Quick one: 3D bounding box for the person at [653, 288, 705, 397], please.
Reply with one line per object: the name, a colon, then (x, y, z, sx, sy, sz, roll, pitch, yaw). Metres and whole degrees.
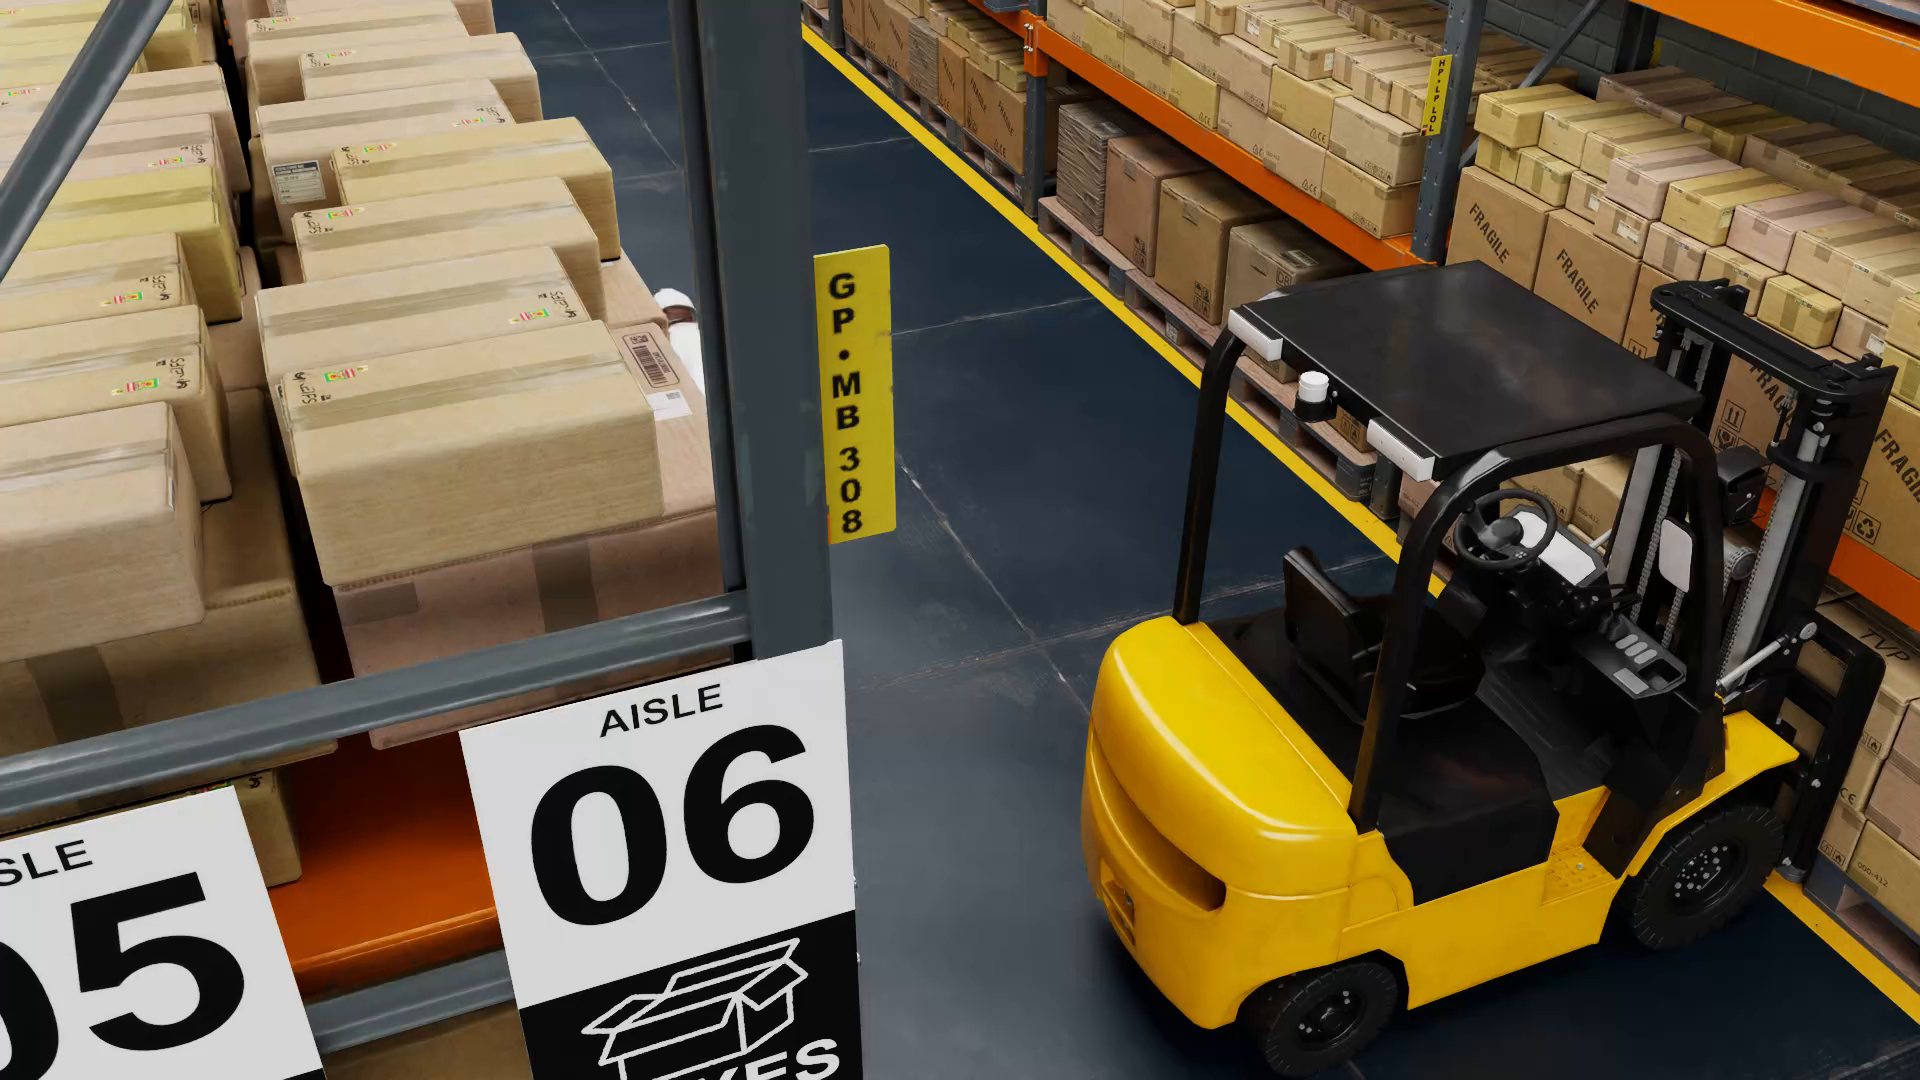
person: (-1.104, -0.384, 7.225, 0.459, 1.202, 0.995, -14, 36, -21)
